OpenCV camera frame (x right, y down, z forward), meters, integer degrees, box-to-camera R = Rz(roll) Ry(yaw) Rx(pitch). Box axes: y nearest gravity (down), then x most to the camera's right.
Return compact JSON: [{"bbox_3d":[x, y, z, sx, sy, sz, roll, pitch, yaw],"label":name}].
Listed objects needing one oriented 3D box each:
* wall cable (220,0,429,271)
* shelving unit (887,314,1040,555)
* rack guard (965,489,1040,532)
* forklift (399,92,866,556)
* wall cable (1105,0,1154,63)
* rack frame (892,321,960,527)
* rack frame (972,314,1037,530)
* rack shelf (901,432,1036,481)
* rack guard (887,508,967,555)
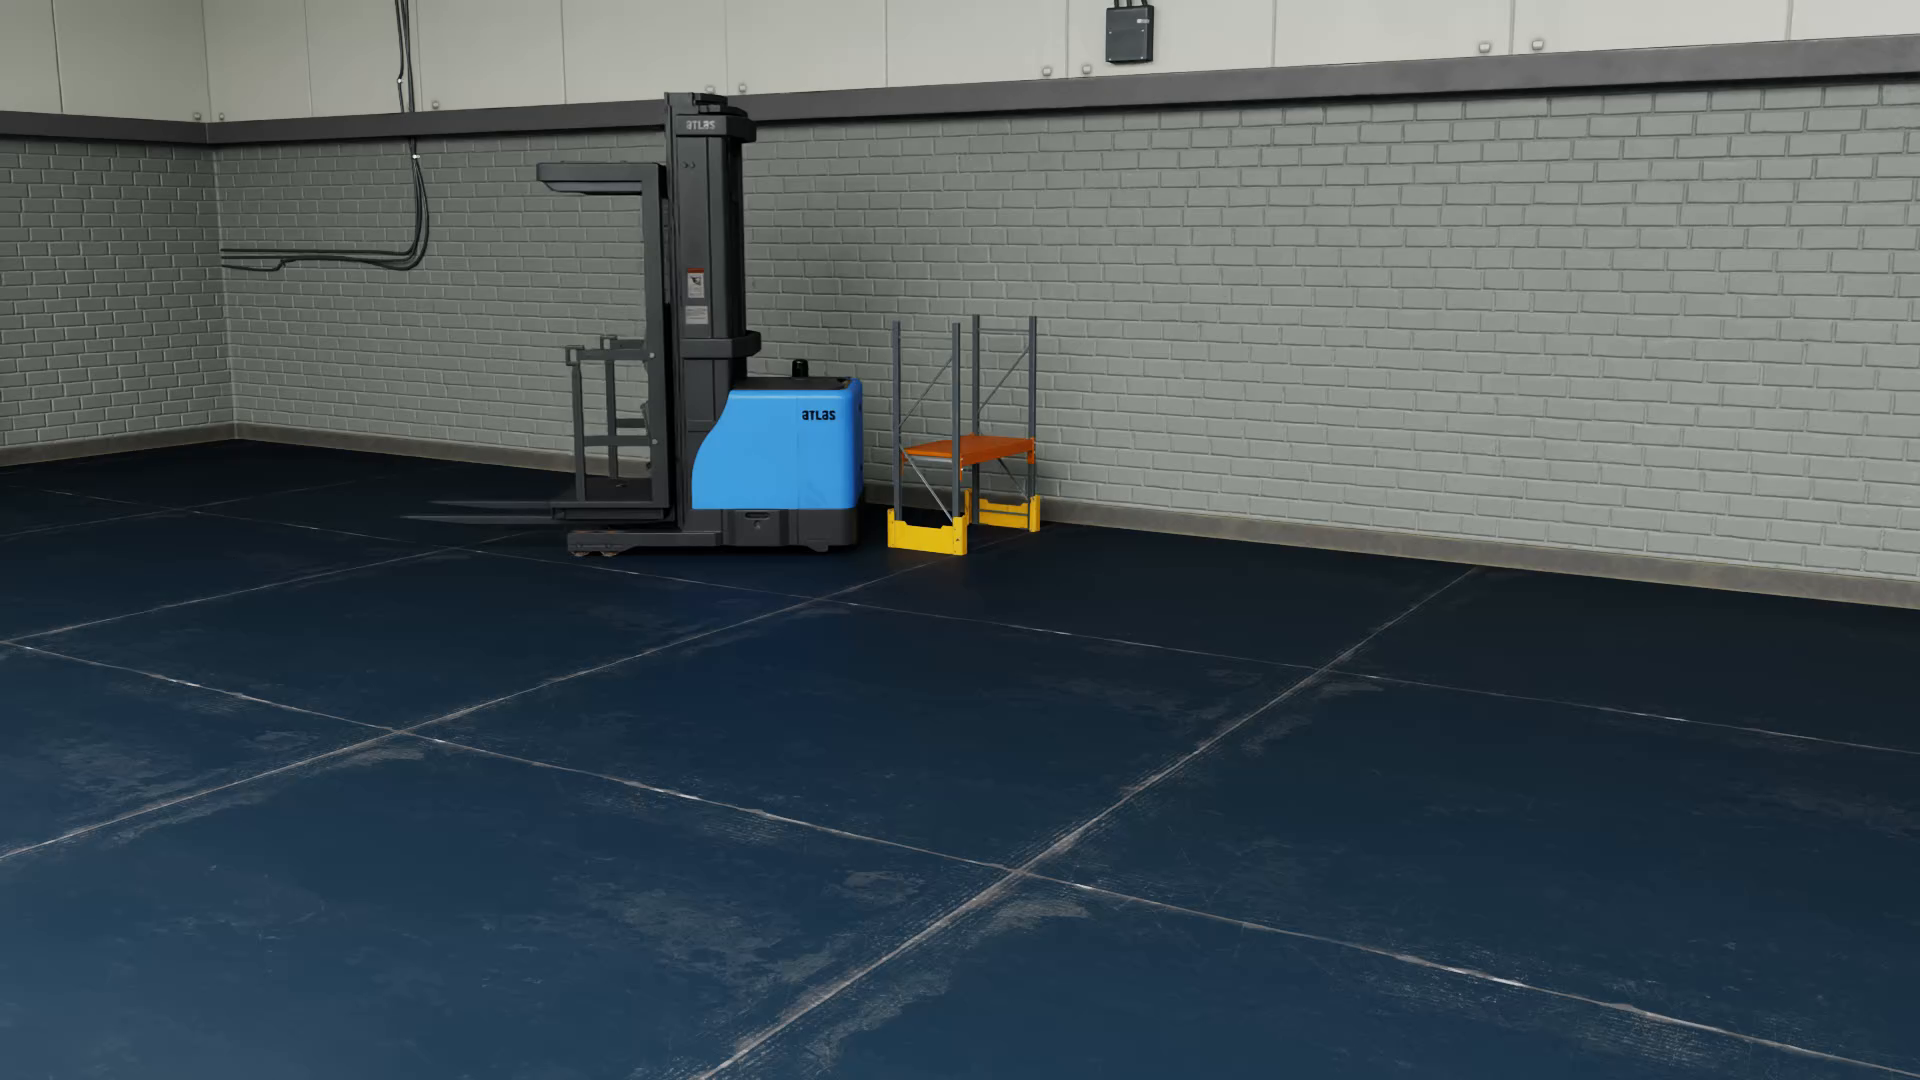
[{"bbox_3d":[-6.121,-3.785,15.569,3.097,2.526,0.112,6,12,31],"label":"wall cable"},{"bbox_3d":[0.040,-0.749,11.295,0.587,1.500,1.083,6,12,31],"label":"shelving unit"},{"bbox_3d":[0.298,-0.213,11.828,0.587,0.250,0.087,6,12,31],"label":"rack guard"},{"bbox_3d":[-2.181,-1.431,11.049,3.031,2.935,1.130,0,11,0],"label":"forklift"},{"bbox_3d":[1.984,-6.073,10.112,2.305,6.003,0.169,6,12,31],"label":"wall cable"},{"bbox_3d":[-0.220,-0.671,10.875,0.500,1.500,0.032,6,12,31],"label":"rack frame"},{"bbox_3d":[0.308,-0.831,11.729,0.500,1.500,0.032,6,12,31],"label":"rack frame"},{"bbox_3d":[0.044,-0.574,11.335,0.538,0.185,1.000,6,12,31],"label":"rack shelf"},{"bbox_3d":[-0.219,-0.057,10.991,0.587,0.250,0.087,6,12,31],"label":"rack guard"}]
